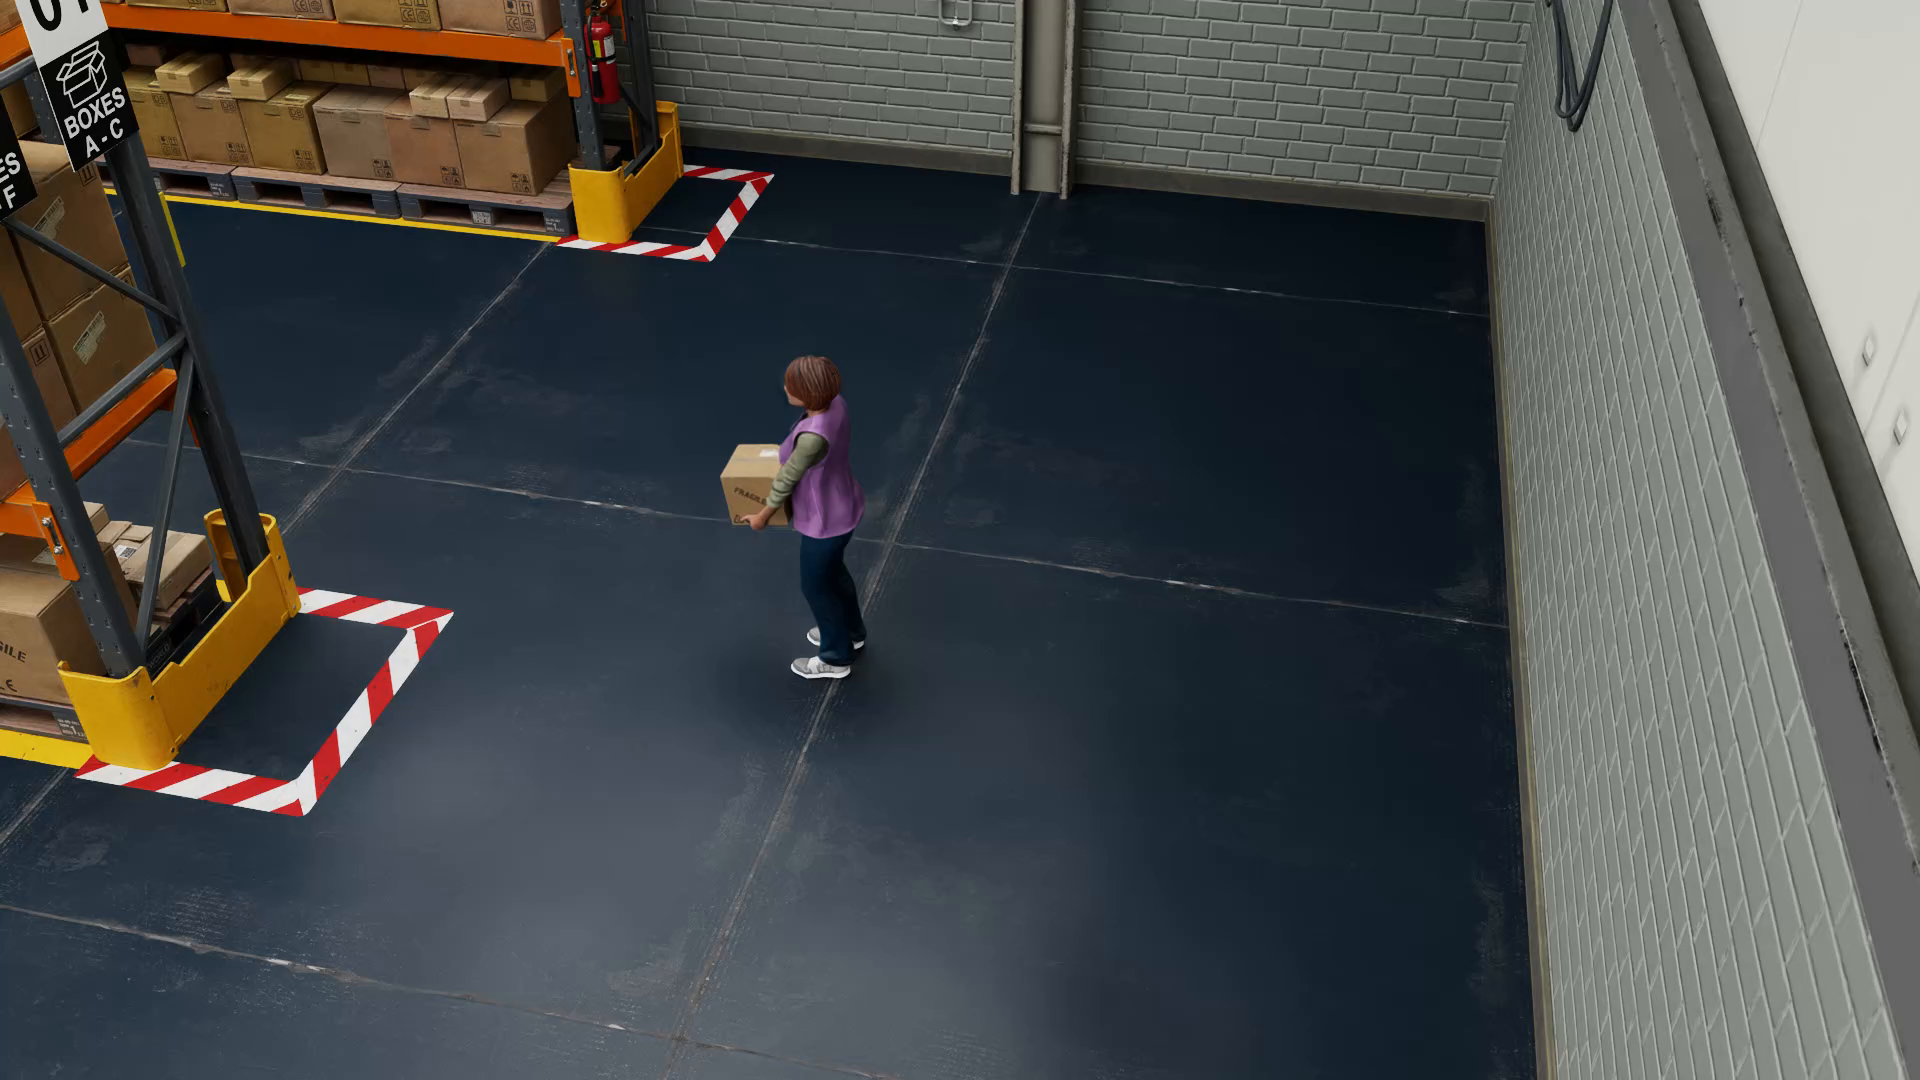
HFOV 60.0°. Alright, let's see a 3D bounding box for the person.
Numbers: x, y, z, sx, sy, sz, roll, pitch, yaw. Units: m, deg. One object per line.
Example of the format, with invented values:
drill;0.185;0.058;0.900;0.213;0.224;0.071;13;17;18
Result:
person;-0.658;-0.100;7.107;0.504;1.599;0.375;7;38;9
